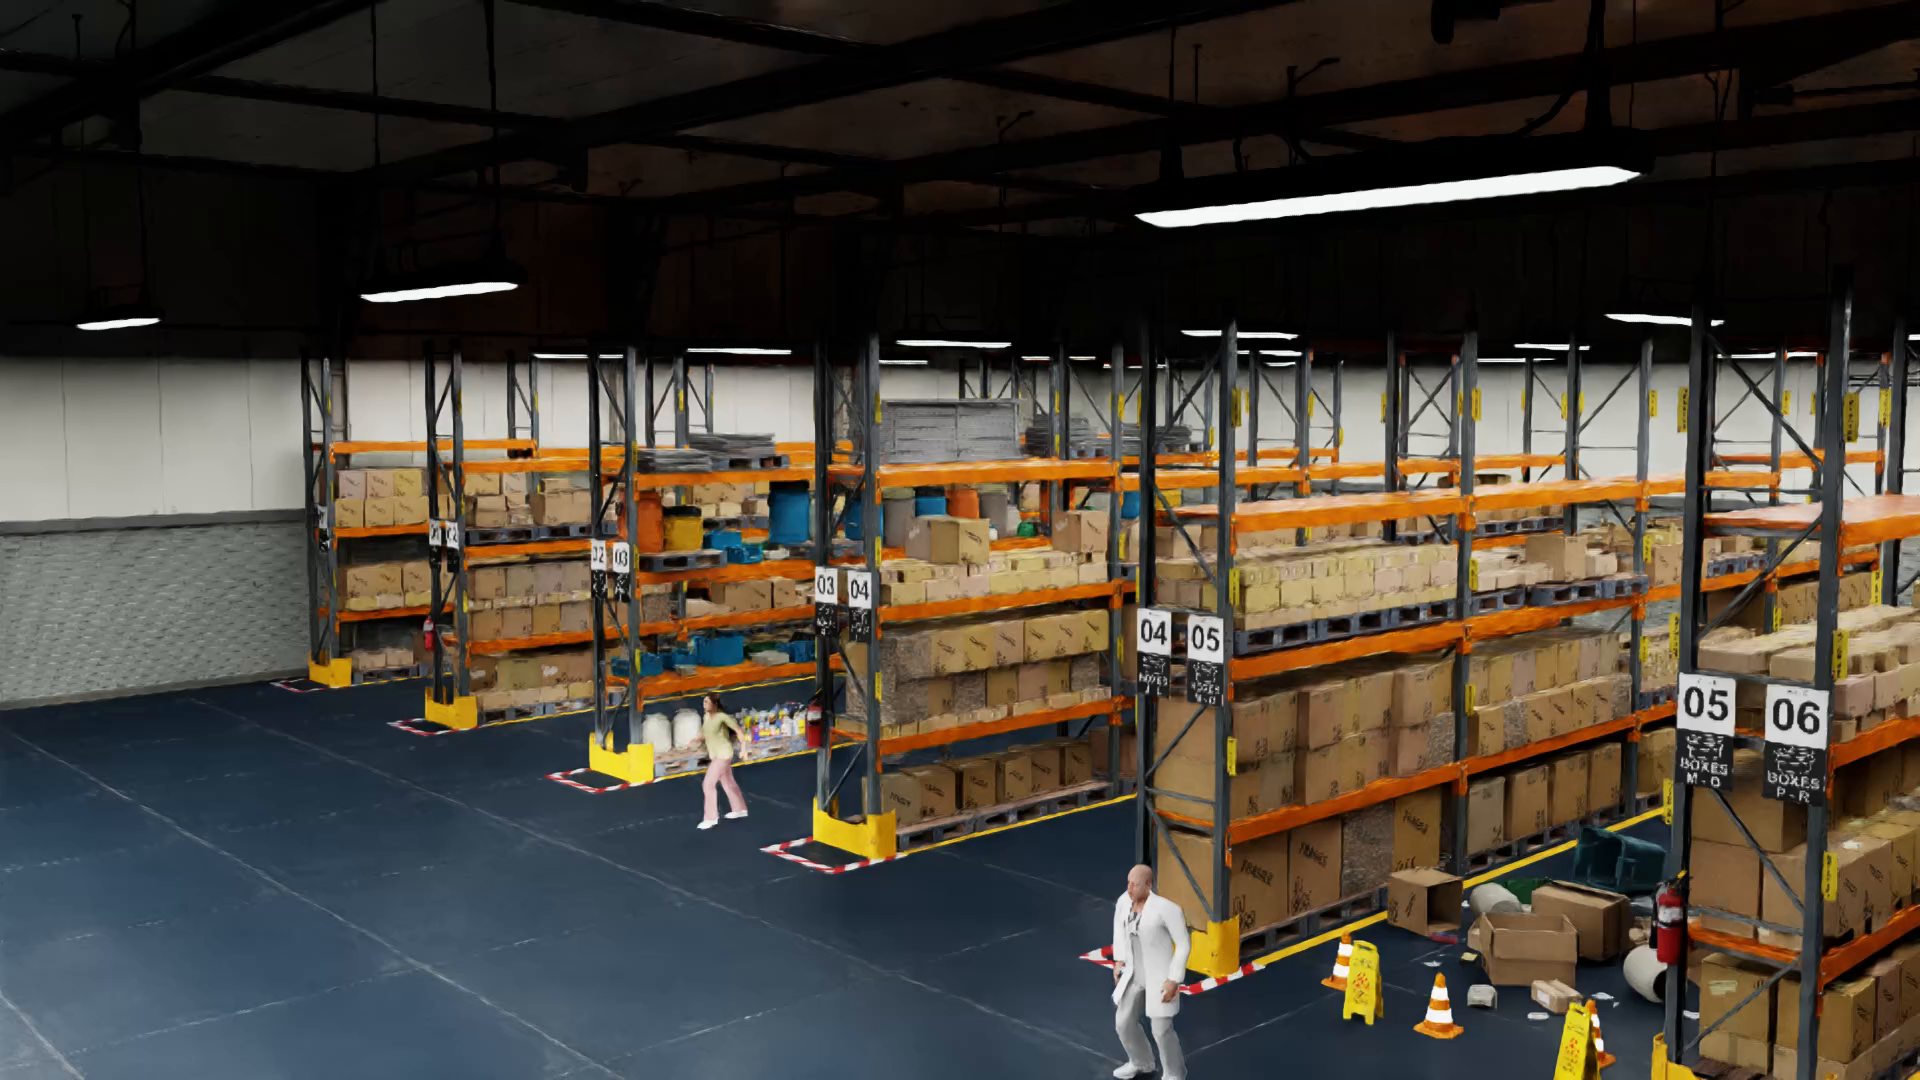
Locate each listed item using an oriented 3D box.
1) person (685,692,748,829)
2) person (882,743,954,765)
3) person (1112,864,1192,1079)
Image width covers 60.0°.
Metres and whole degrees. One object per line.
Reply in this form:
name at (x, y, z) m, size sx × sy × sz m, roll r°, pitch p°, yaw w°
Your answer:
person at (-2.883, 2.604, 20.010) m, size 0.799 × 1.600 × 0.603 m, roll -4°, pitch 6°, yaw -37°
person at (-0.578, 2.298, 23.011) m, size 1.031 × 1.658 × 0.533 m, roll -3°, pitch 6°, yaw -34°
person at (1.415, 3.223, 12.323) m, size 0.546 × 1.733 × 0.729 m, roll -5°, pitch 7°, yaw -43°
